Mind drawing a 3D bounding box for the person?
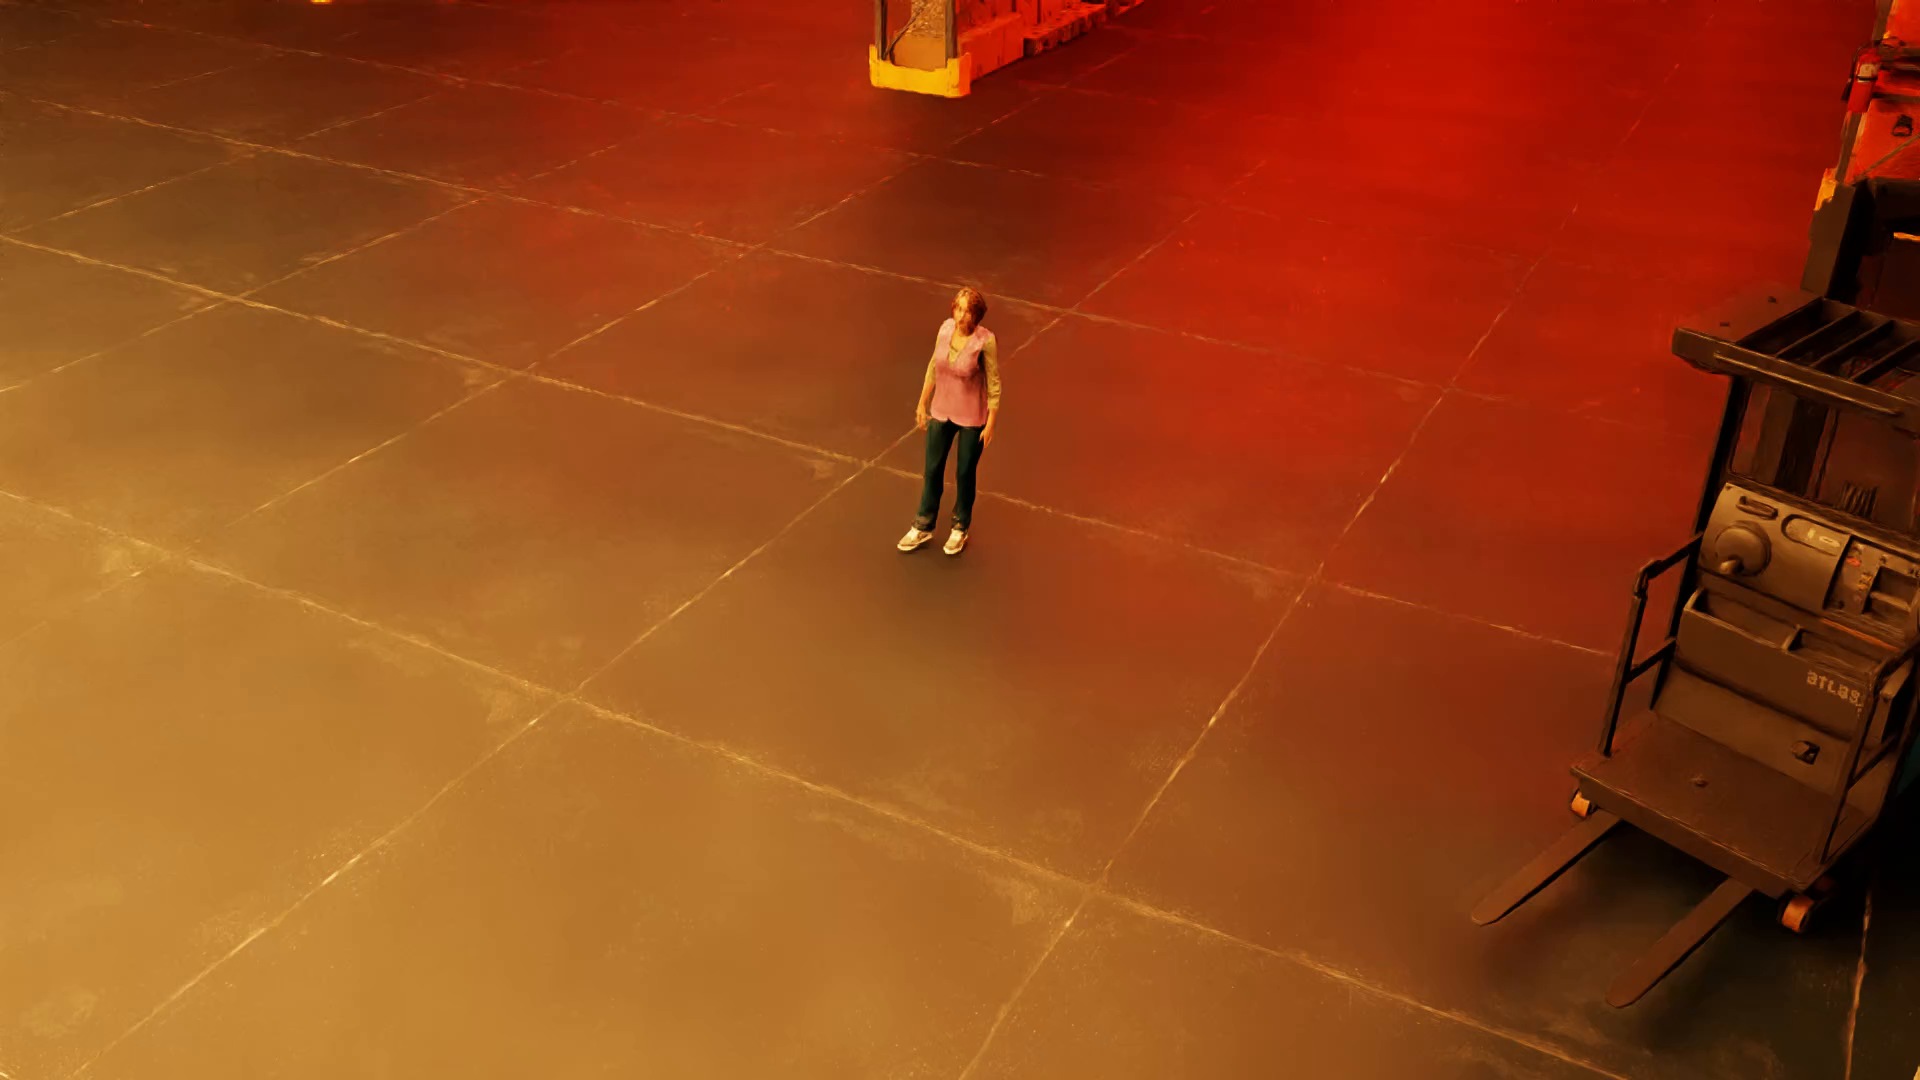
[{"bbox_3d":[-0.048,-0.669,9.550,0.520,1.597,0.474,15,33,25],"label":"person"}]

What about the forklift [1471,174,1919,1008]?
[{"bbox_3d":[3.465,0.109,6.882,3.031,2.935,1.130,-24,37,-35],"label":"forklift"}]
